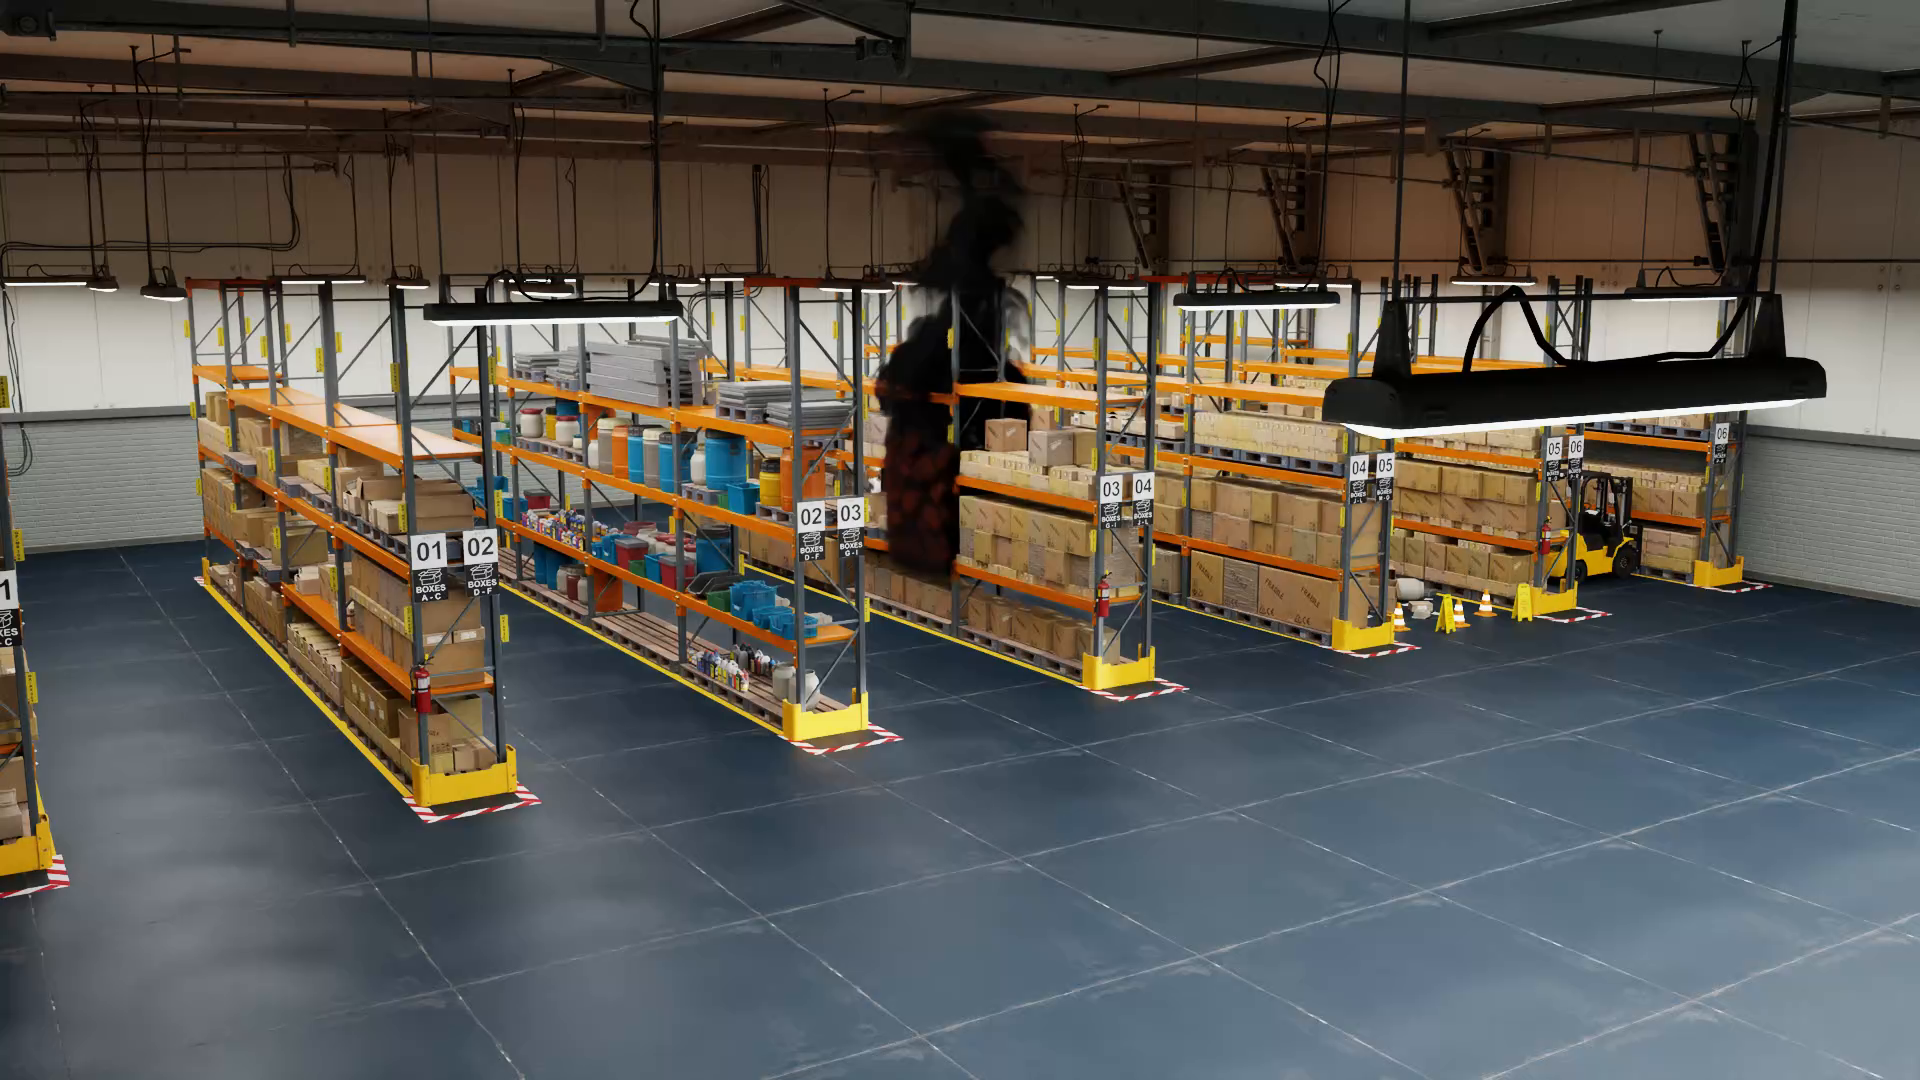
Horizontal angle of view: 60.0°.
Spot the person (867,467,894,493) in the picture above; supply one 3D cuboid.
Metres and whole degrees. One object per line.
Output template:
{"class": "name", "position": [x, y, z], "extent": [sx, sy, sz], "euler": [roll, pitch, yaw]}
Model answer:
{"class": "person", "position": [-1.812, -0.806, 37.487], "extent": [0.669, 1.780, 0.821], "euler": [-5, 11, -25]}
